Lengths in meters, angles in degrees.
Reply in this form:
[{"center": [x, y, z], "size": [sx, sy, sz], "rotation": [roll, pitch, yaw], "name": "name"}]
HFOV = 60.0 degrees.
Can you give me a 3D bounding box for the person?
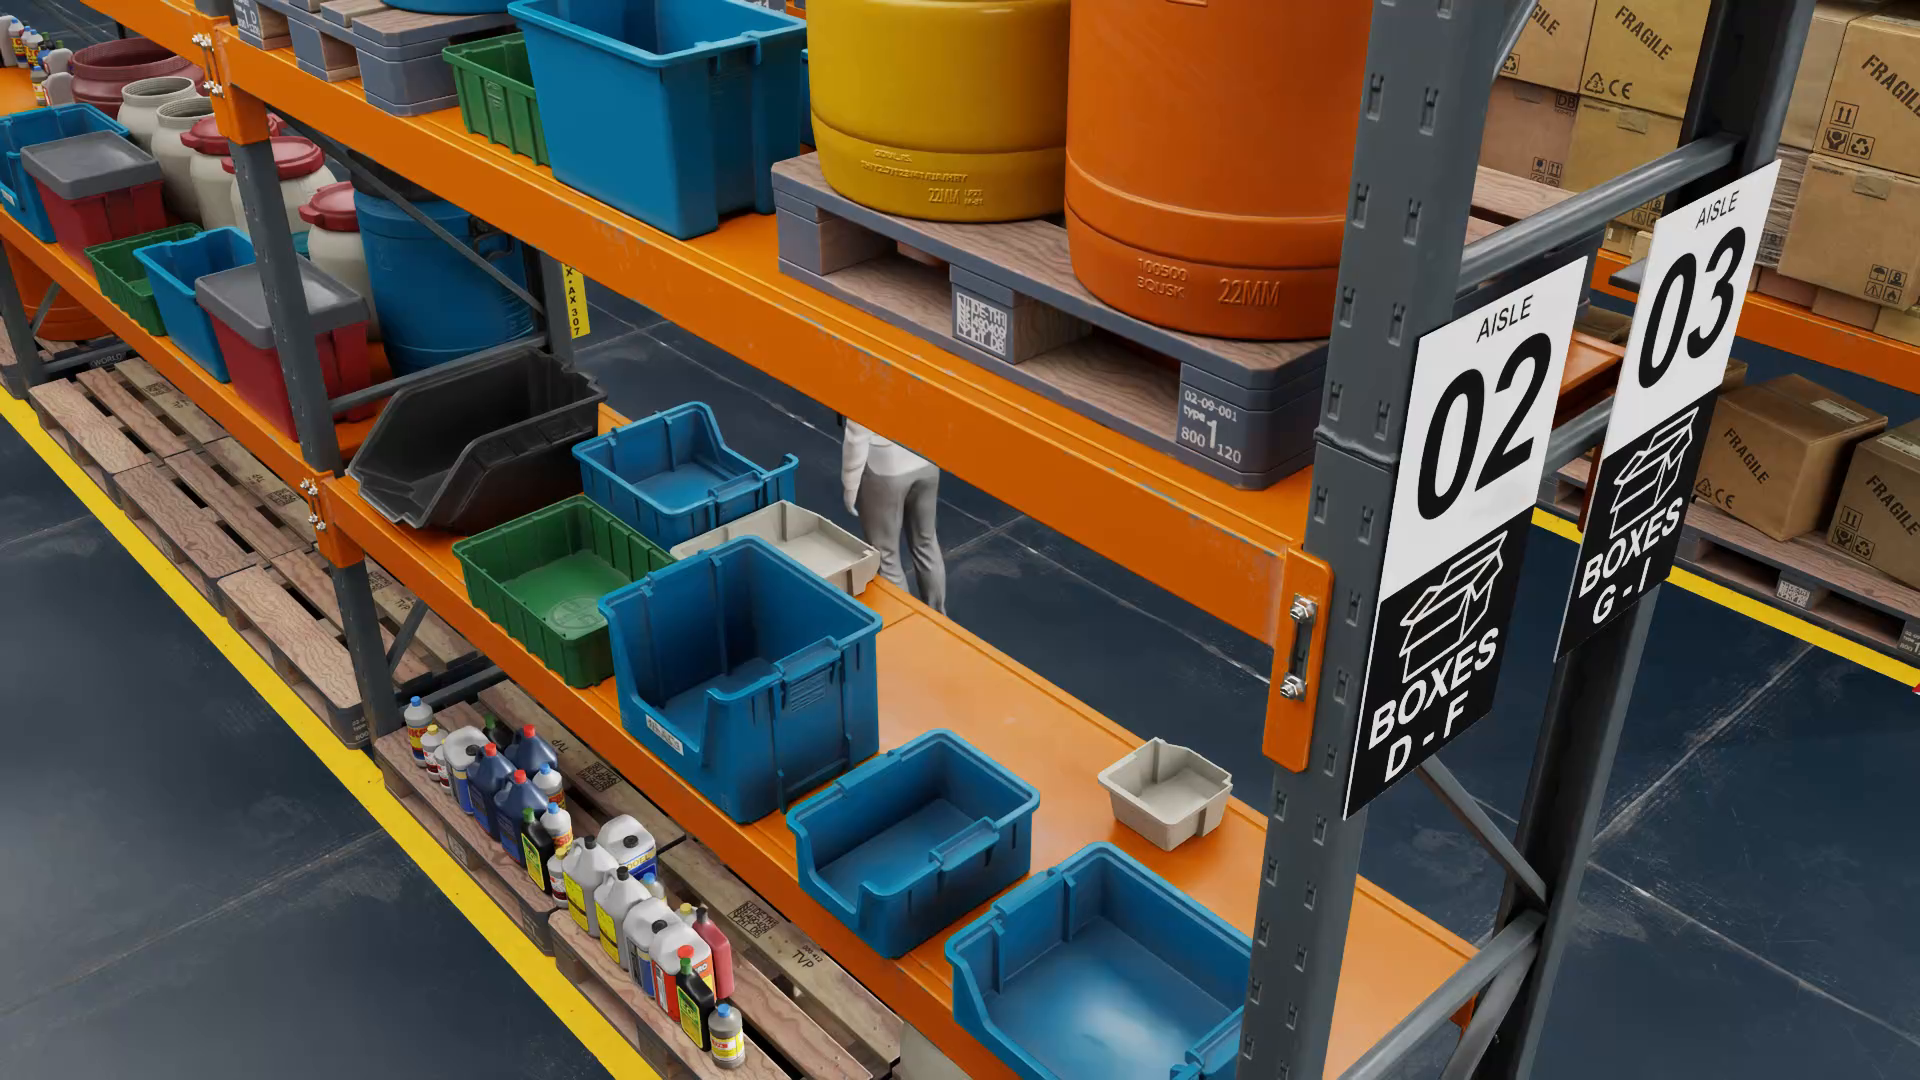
[{"center": [-0.264, -0.276, 6.560], "size": [0.473, 1.687, 0.348], "rotation": [-25, 40, -35], "name": "person"}]
